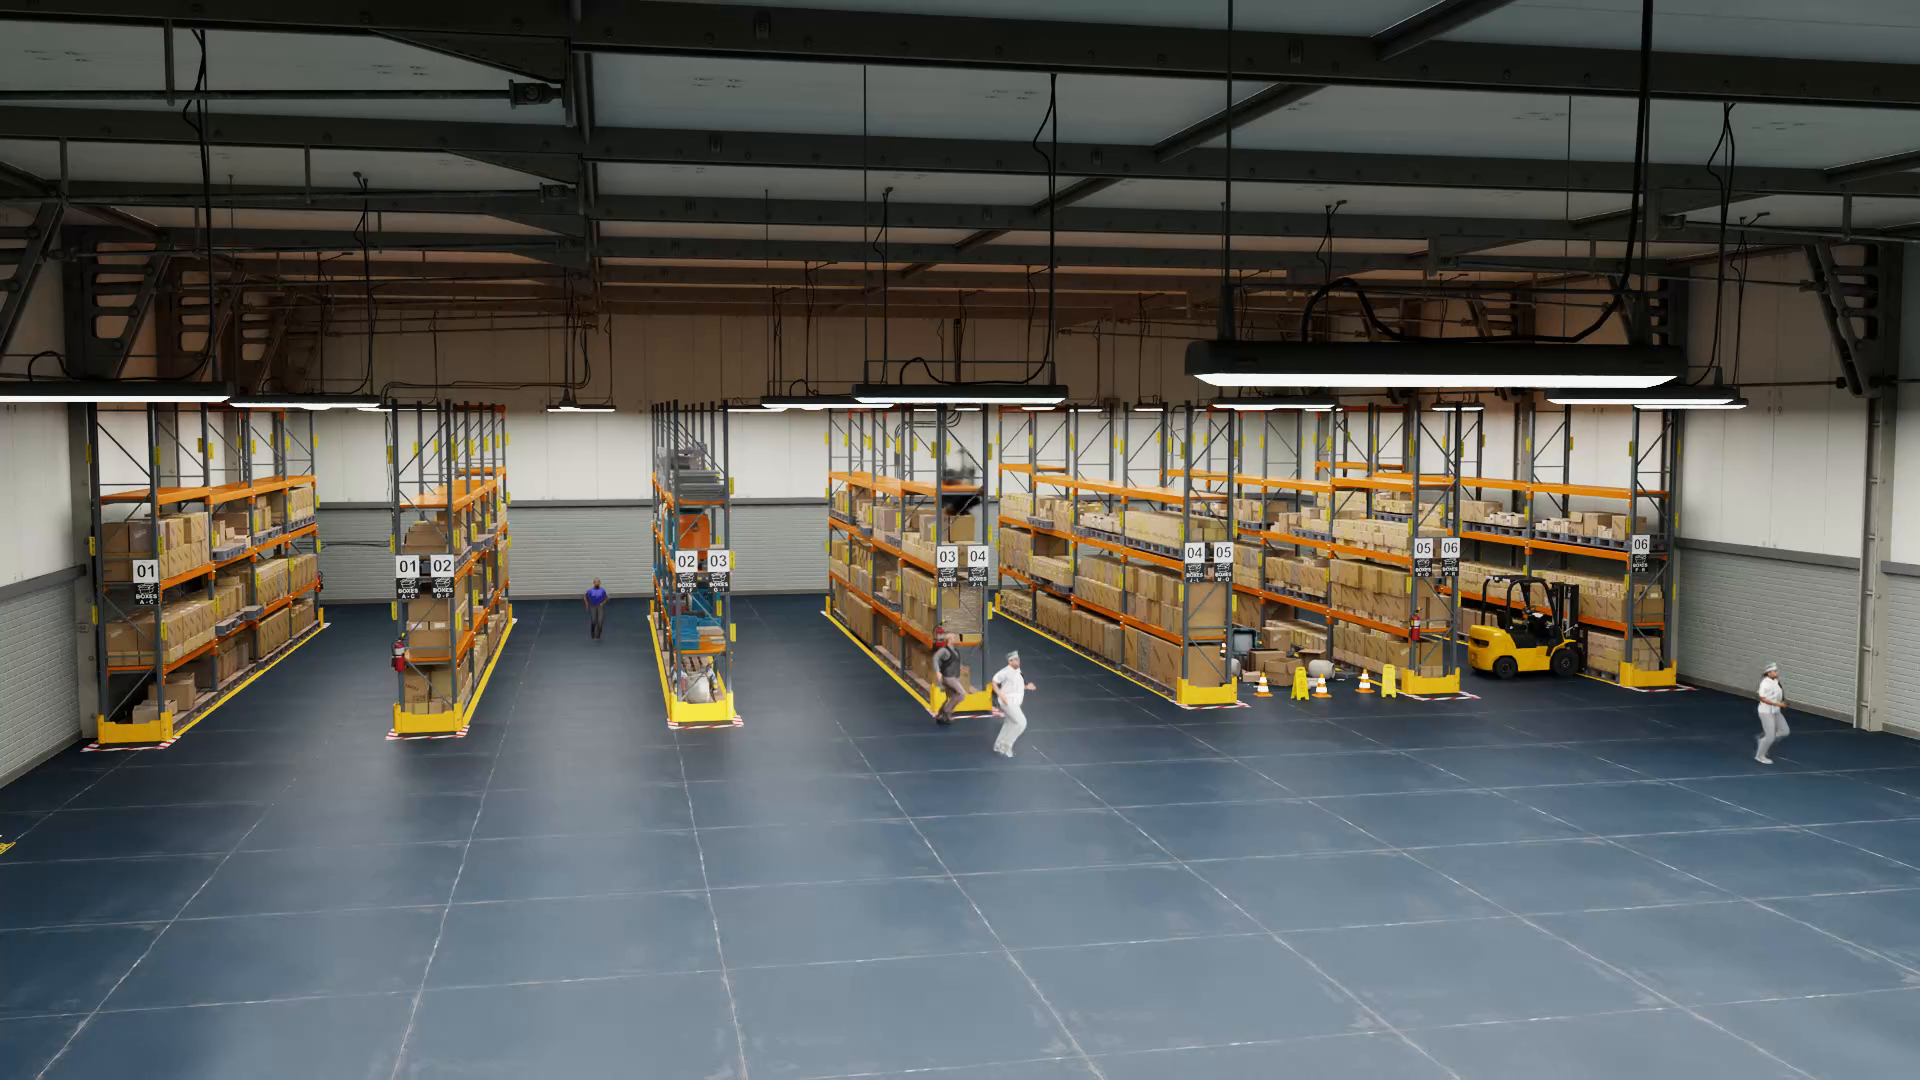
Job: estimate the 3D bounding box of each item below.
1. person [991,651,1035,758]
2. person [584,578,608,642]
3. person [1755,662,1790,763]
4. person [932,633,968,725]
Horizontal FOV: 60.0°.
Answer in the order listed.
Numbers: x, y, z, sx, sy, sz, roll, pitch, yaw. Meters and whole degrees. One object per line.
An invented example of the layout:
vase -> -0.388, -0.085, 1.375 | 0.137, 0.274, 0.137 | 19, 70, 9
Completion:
person -> 0.904, 2.754, 27.915 | 0.715, 1.816, 0.630 | 2, 5, 21
person -> -9.139, 1.766, 41.841 | 0.574, 1.615, 0.548 | -1, 5, -19
person -> 13.341, 2.833, 27.272 | 0.624, 1.671, 0.537 | -4, 6, -42
person -> -0.133, 2.563, 30.759 | 0.604, 1.674, 0.651 | 2, 5, 22
